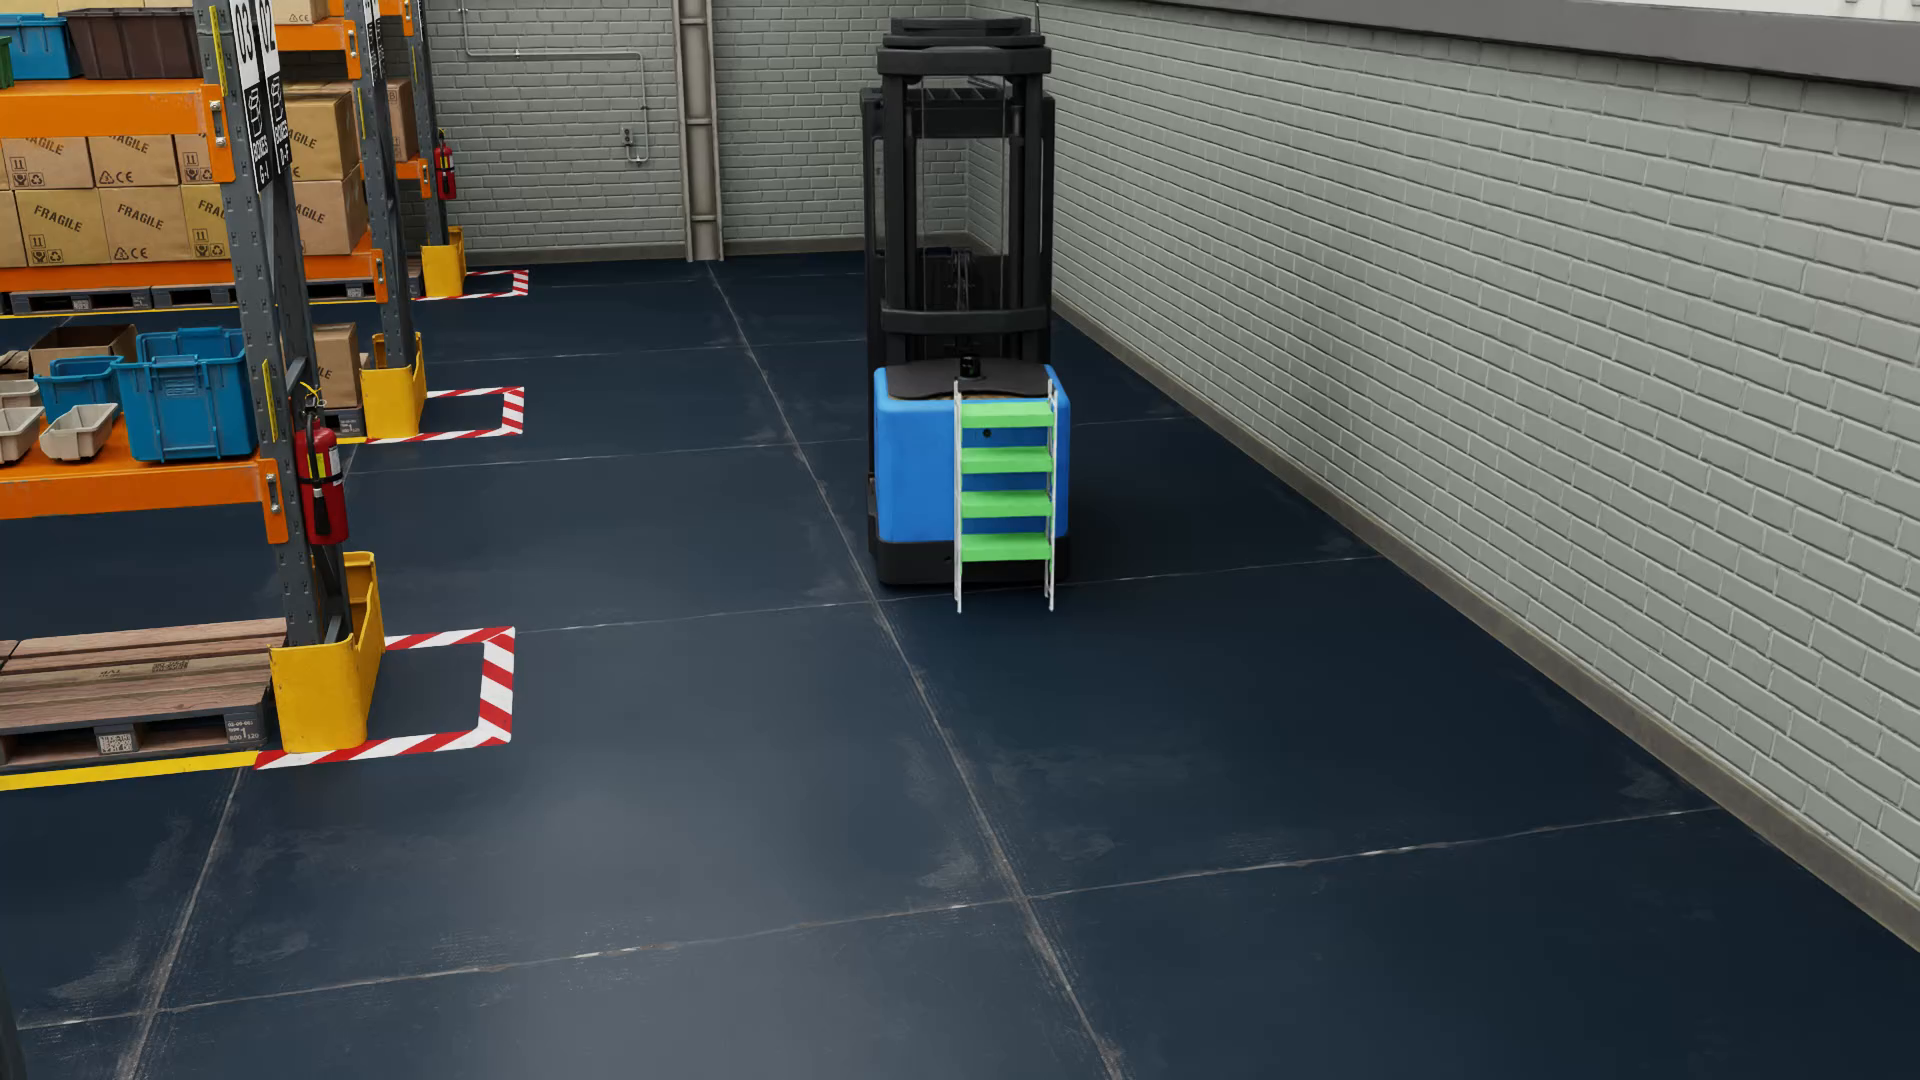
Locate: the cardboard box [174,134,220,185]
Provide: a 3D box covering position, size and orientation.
[{"bbox_3d":[-4.943,-2.679,11.168,0.500,0.500,0.500,-4,21,-11],"label":"cardboard box"}]

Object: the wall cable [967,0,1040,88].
[{"bbox_3d":[0.361,-5.675,16.738,0.112,2.526,3.097,-5,21,-12],"label":"wall cable"}]

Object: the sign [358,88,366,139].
[{"bbox_3d":[-3.973,-2.835,11.049,0.005,0.325,0.100,-5,21,-12],"label":"sign"}]

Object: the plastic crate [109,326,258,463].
[{"bbox_3d":[-3.228,-0.627,7.028,0.499,0.435,0.616,-5,21,-12],"label":"plastic crate"}]

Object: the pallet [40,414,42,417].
[{"bbox_3d":[-6.116,-0.856,11.844,1.213,0.211,1.003,-5,21,-12],"label":"pallet"}]

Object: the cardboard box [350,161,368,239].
[{"bbox_3d":[-4.574,-2.430,11.942,0.500,0.500,0.500,-4,21,-11],"label":"cardboard box"}]

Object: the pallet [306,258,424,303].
[{"bbox_3d":[-5.985,-2.589,16.576,1.213,0.211,1.003,-5,21,-12],"label":"pallet"}]

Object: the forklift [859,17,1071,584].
[{"bbox_3d":[-0.027,-1.599,9.918,1.130,2.935,3.031,-1,20,-4],"label":"forklift"}]

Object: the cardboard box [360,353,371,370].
[{"bbox_3d":[-4.568,-1.280,12.453,0.250,0.149,0.380,-5,21,-12],"label":"cardboard box"}]

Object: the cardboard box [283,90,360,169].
[{"bbox_3d":[-4.574,-2.900,11.770,0.500,0.500,0.500,-4,20,-11],"label":"cardboard box"}]

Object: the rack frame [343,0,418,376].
[{"bbox_3d":[-4.082,-2.330,11.814,0.127,3.000,1.000,-5,21,-12],"label":"rack frame"}]

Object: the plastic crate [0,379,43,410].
[{"bbox_3d":[-4.253,-0.615,7.430,0.298,0.136,0.250,-5,21,-12],"label":"plastic crate"}]

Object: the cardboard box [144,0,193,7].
[{"bbox_3d":[-5.010,-3.503,10.874,0.500,0.250,0.500,-5,21,-12],"label":"cardboard box"}]

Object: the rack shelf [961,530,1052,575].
[{"bbox_3d":[0.232,0.065,8.776,0.480,0.148,0.258,-2,20,-4],"label":"rack shelf"}]

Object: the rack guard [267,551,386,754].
[{"bbox_3d":[-2.925,0.496,7.734,0.348,0.500,1.175,-5,21,-12],"label":"rack guard"}]

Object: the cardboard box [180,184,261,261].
[{"bbox_3d":[-4.959,-2.208,11.336,0.500,0.500,0.500,-4,21,-12],"label":"cardboard box"}]

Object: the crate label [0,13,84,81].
[{"bbox_3d":[-3.918,-2.045,6.893,0.502,0.251,0.408,-5,21,-12],"label":"crate label"}]

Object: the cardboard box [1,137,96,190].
[{"bbox_3d":[-5.946,-2.596,10.941,0.500,0.500,0.500,-4,20,-11],"label":"cardboard box"}]

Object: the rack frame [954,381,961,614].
[{"bbox_3d":[-0.011,-0.213,8.653,0.015,1.200,0.240,-2,20,-4],"label":"rack frame"}]

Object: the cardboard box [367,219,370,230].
[{"bbox_3d":[-5.883,-2.922,16.455,0.500,0.500,0.700,-5,21,-12],"label":"cardboard box"}]

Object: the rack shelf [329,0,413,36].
[{"bbox_3d":[-7.172,-4.900,15.516,4.000,0.370,1.077,-5,21,-12],"label":"rack shelf"}]

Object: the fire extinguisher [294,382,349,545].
[{"bbox_3d":[-2.694,-0.320,6.982,0.183,0.674,0.296,-5,21,-12],"label":"fire extinguisher"}]

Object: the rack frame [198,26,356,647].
[{"bbox_3d":[-2.946,-0.672,7.287,0.127,3.000,1.000,-5,21,-12],"label":"rack frame"}]

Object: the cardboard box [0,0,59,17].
[{"bbox_3d":[-5.984,-3.425,10.661,0.500,0.250,0.500,-5,21,-12],"label":"cardboard box"}]

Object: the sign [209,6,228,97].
[{"bbox_3d":[-2.803,-1.848,6.290,0.005,0.325,0.100,-5,21,-12],"label":"sign"}]

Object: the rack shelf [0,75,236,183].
[{"bbox_3d":[-4.892,-1.584,6.463,4.000,0.370,1.077,-5,21,-12],"label":"rack shelf"}]

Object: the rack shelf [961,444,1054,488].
[{"bbox_3d":[0.232,-0.386,8.611,0.480,0.148,0.258,-2,20,-4],"label":"rack shelf"}]

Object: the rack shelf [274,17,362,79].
[{"bbox_3d":[-6.028,-3.242,10.990,4.000,0.370,1.077,-5,21,-12],"label":"rack shelf"}]

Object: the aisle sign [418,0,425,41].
[{"bbox_3d":[-5.086,-5.114,15.634,0.004,0.787,0.394,-5,21,-12],"label":"aisle sign"}]

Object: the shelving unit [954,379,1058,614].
[{"bbox_3d":[0.232,-0.220,8.672,0.503,1.200,0.258,-2,20,-4],"label":"shelving unit"}]

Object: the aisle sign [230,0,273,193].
[{"bbox_3d":[-2.808,-1.800,6.588,0.004,0.787,0.394,-5,21,-12],"label":"aisle sign"}]

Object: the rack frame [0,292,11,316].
[{"bbox_3d":[-9.118,-3.671,15.476,0.127,3.000,1.000,-5,21,-12],"label":"rack frame"}]

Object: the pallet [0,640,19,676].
[{"bbox_3d":[-4.942,0.785,7.364,1.213,0.211,1.003,-5,21,-12],"label":"pallet"}]

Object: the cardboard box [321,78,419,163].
[{"bbox_3d":[-5.719,-4.085,16.169,0.700,0.700,0.980,-4,20,-10],"label":"cardboard box"}]

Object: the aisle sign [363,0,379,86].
[{"bbox_3d":[-3.945,-3.454,11.102,0.004,0.787,0.394,-5,21,-12],"label":"aisle sign"}]

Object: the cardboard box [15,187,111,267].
[{"bbox_3d":[-5.936,-2.131,11.125,0.500,0.500,0.500,-5,21,-13],"label":"cardboard box"}]

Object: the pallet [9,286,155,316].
[{"bbox_3d":[-8.360,-2.396,16.048,1.213,0.211,1.003,-5,21,-12],"label":"pallet"}]

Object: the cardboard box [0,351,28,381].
[{"bbox_3d":[-6.755,-1.157,11.881,0.500,0.311,0.500,-5,21,-12],"label":"cardboard box"}]

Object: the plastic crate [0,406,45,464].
[{"bbox_3d":[-3.983,-0.433,6.931,0.243,0.136,0.396,-5,21,-12],"label":"plastic crate"}]

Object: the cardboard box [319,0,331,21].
[{"bbox_3d":[-4.640,-3.713,11.446,0.500,0.250,0.500,-5,21,-12],"label":"cardboard box"}]
